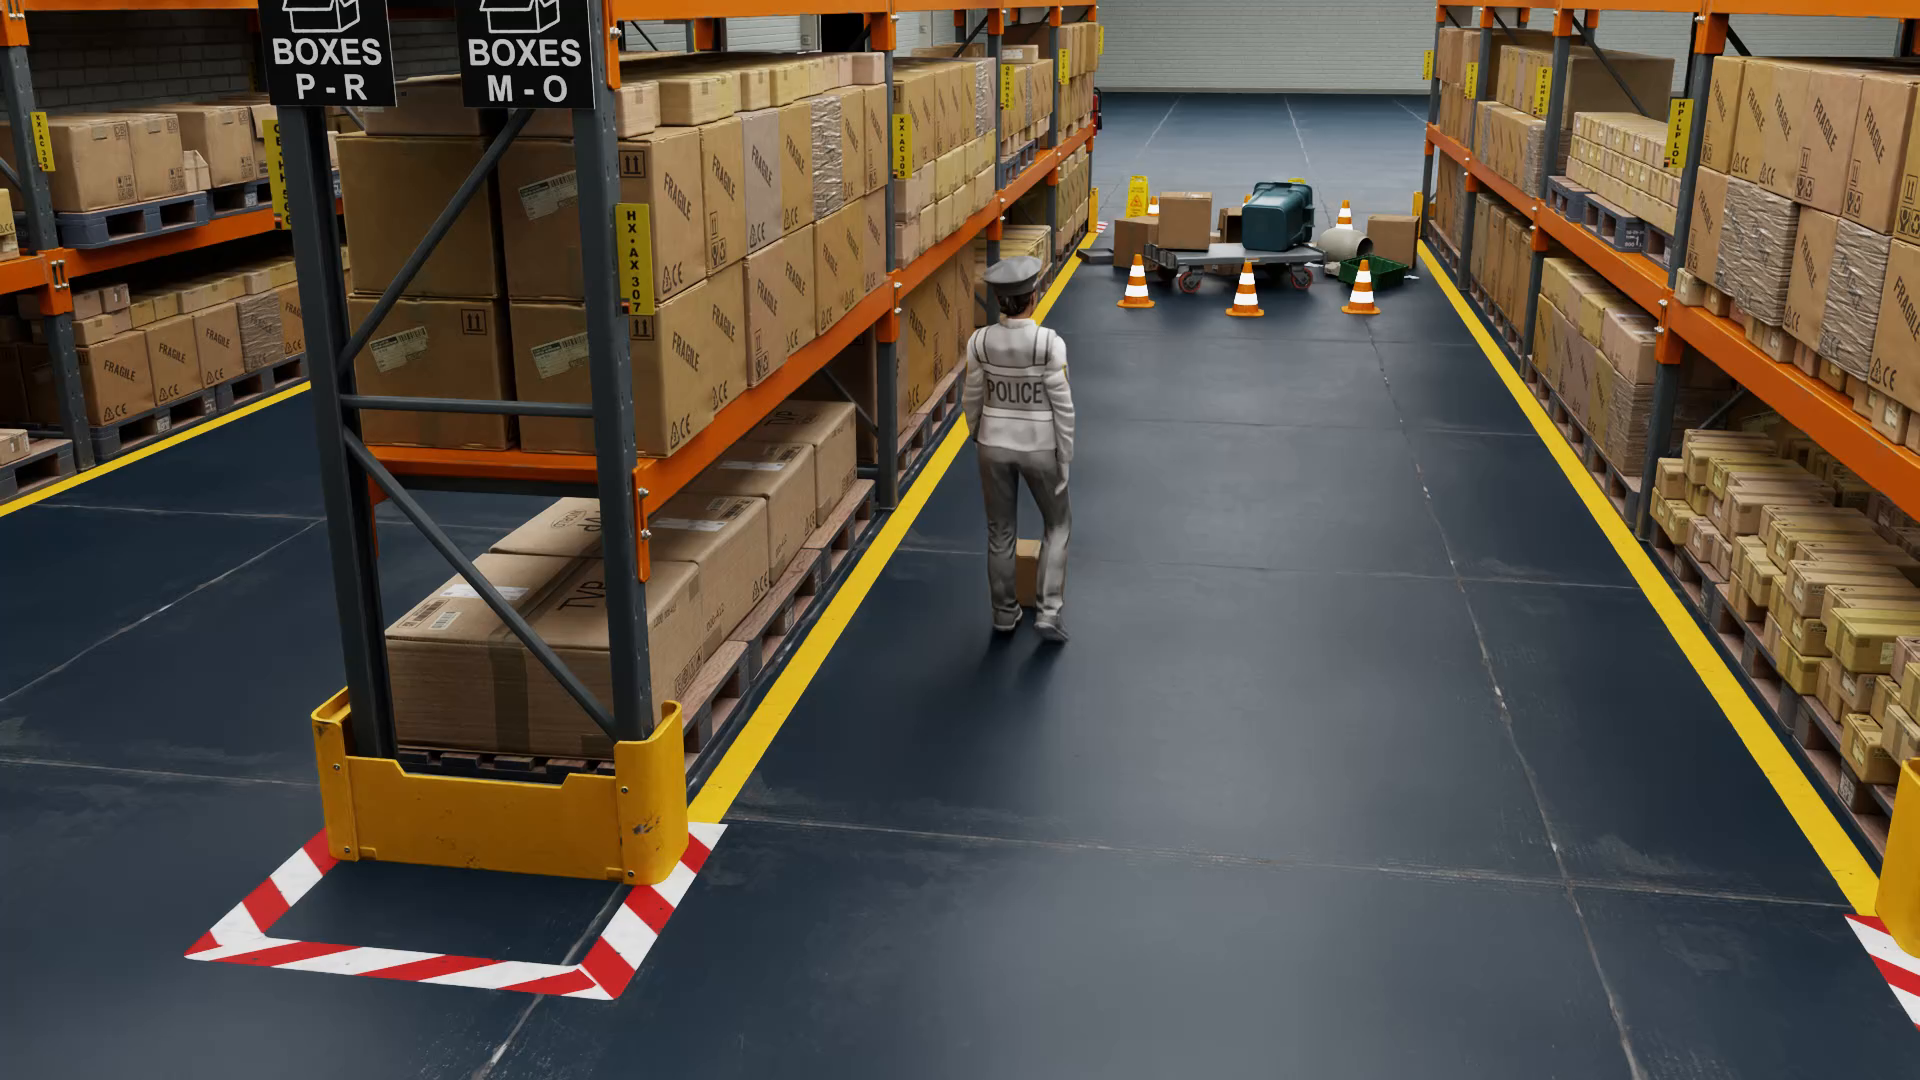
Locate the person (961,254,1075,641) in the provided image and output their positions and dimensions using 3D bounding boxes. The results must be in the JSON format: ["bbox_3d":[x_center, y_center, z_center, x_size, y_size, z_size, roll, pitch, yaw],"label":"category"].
[{"bbox_3d":[0.264,-0.370,7.161,0.508,1.715,0.478,5,19,14],"label":"person"}]
